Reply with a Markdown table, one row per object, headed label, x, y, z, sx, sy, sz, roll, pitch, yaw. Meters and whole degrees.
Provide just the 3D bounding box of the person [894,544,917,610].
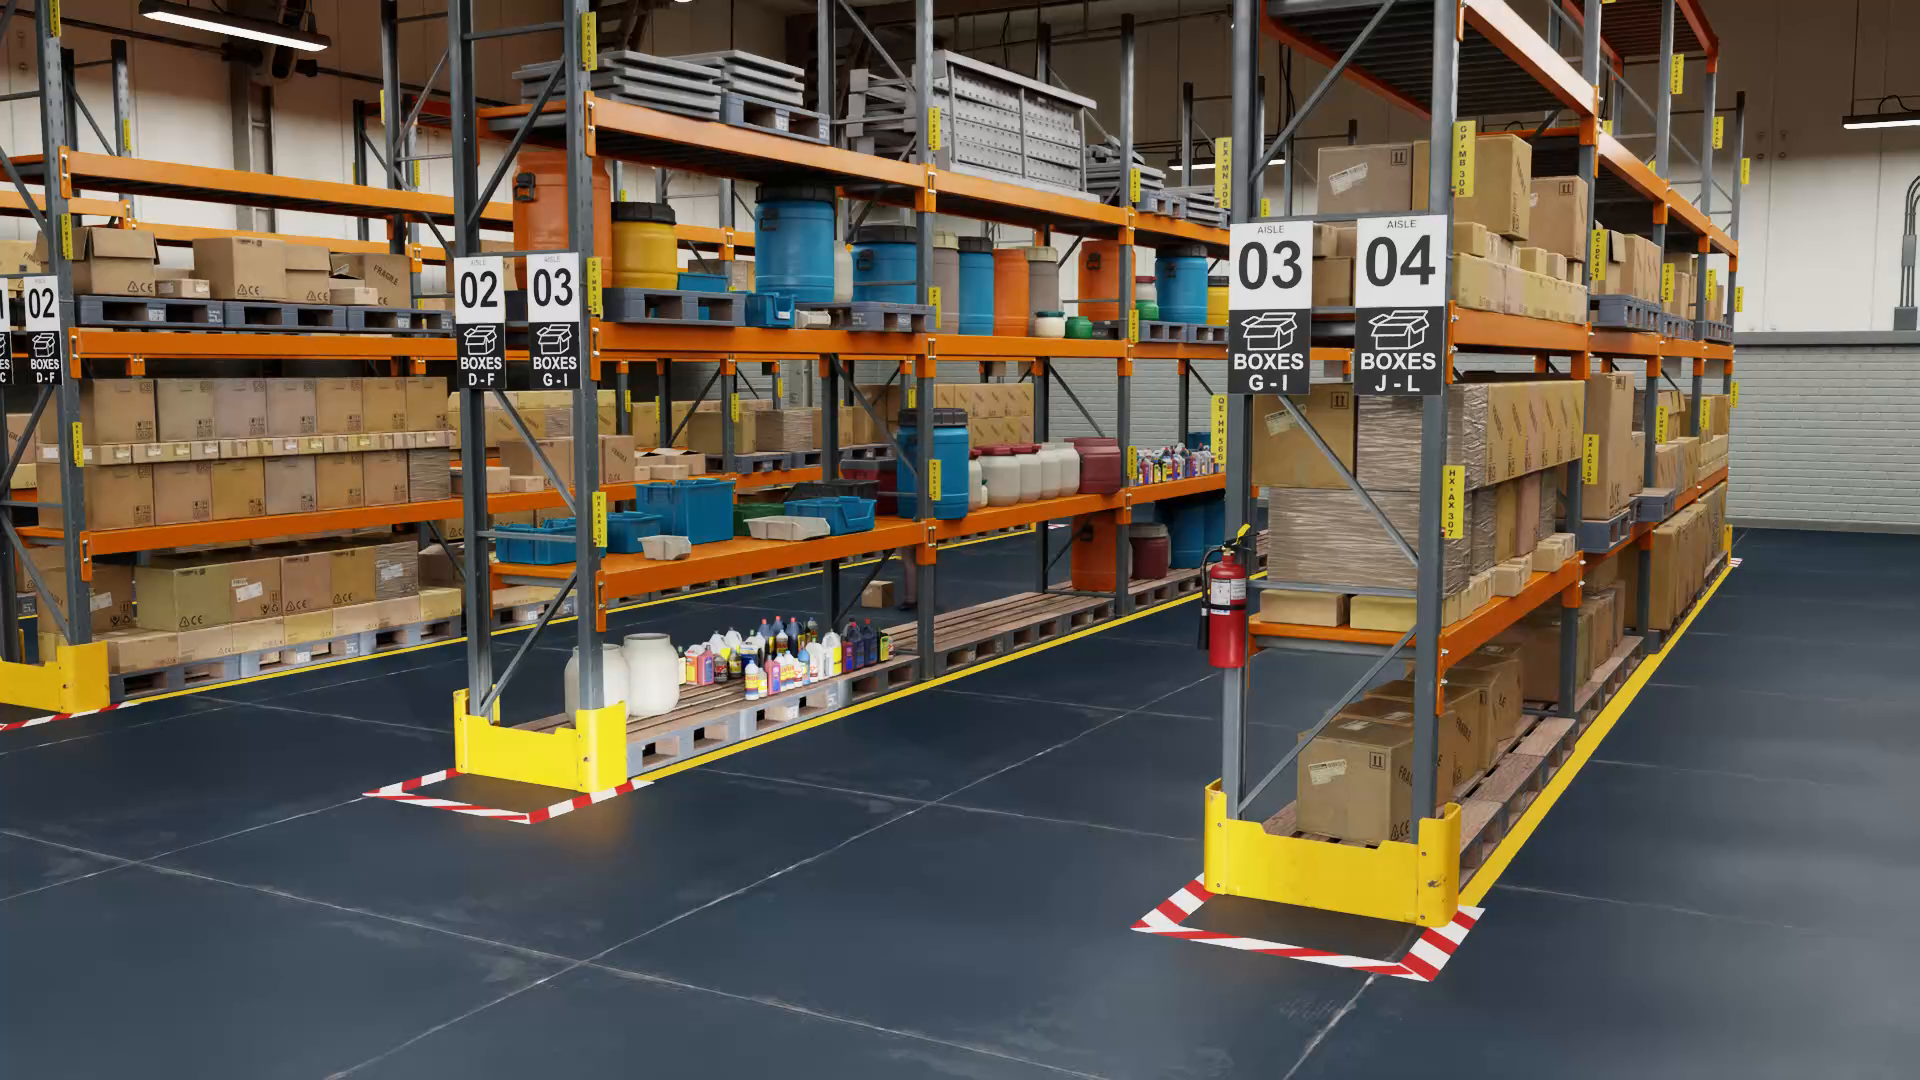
| label | x | y | z | sx | sy | sz | roll | pitch | yaw |
| --- | --- | --- | --- | --- | --- | --- | --- | --- | --- |
| person | -0.451 | -0.139 | 17.503 | 0.401 | 1.749 | 0.563 | 5 | 8 | 41 |
